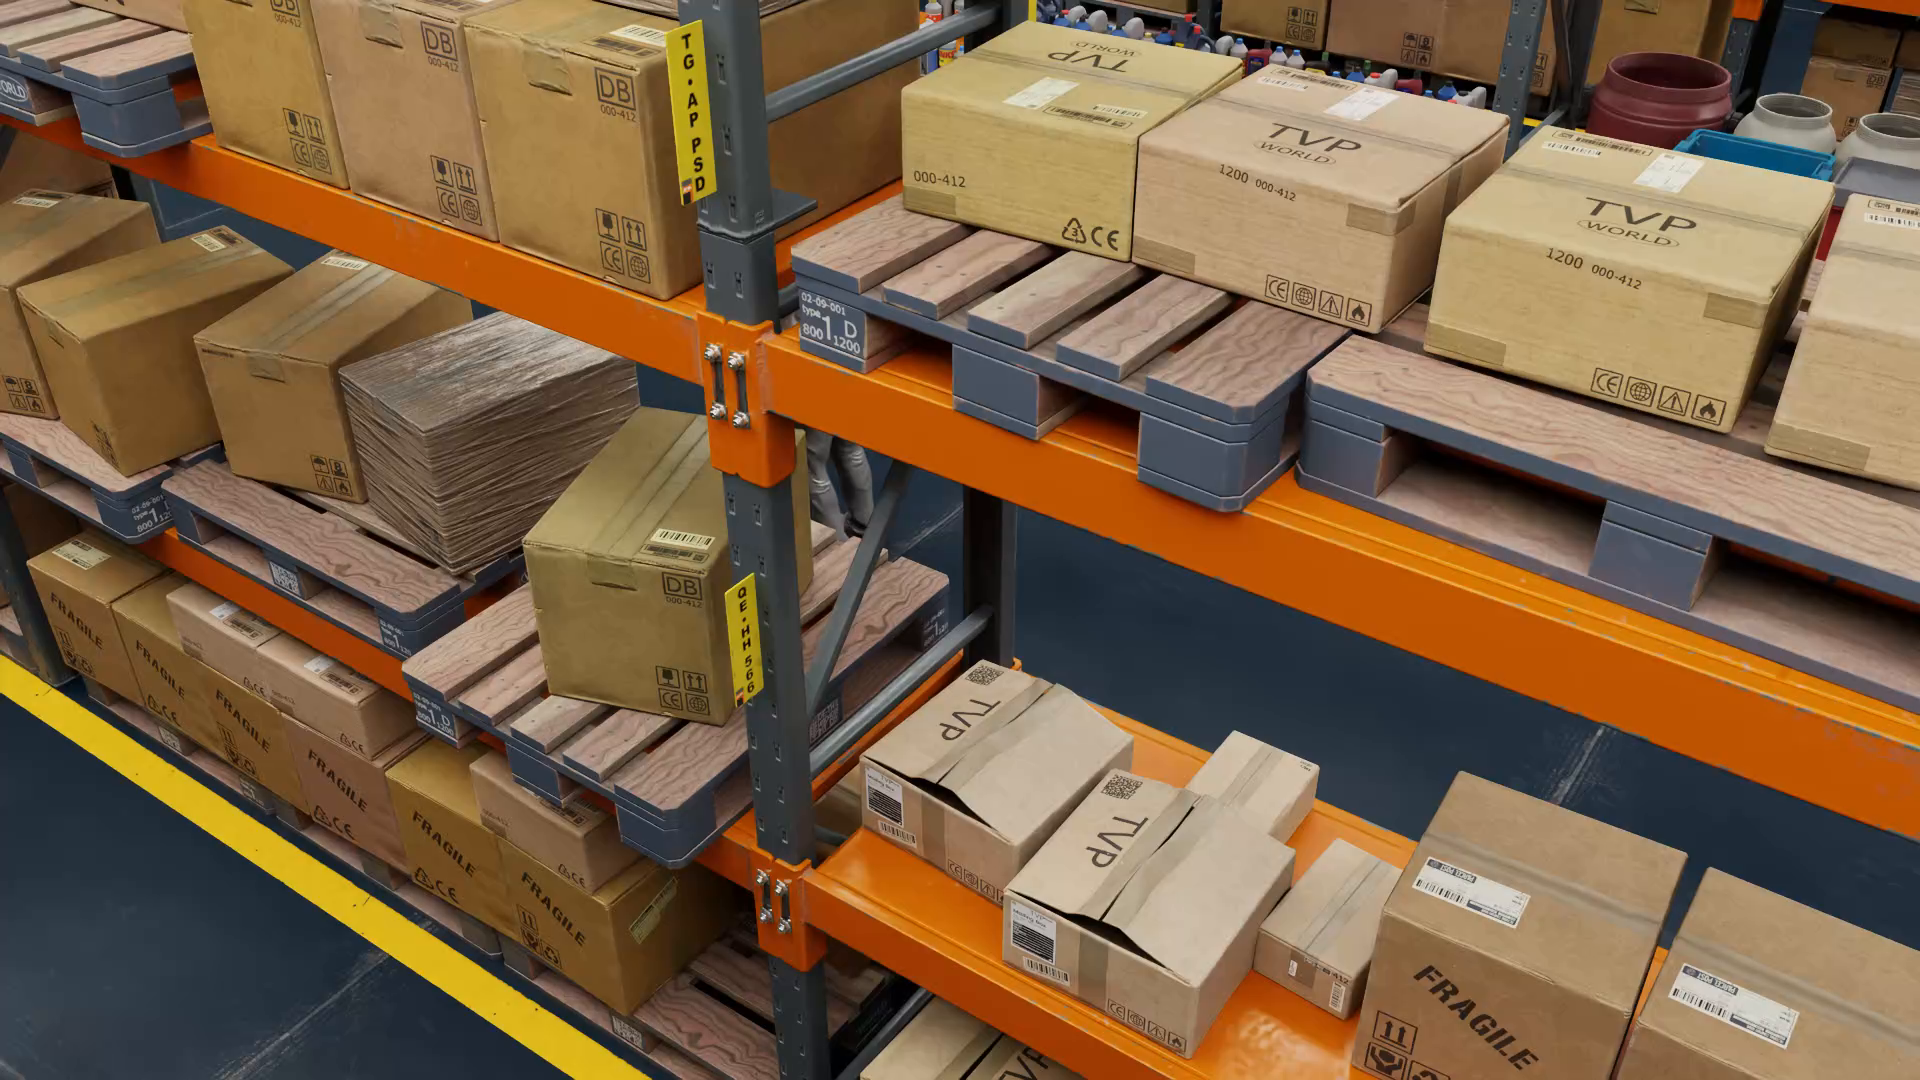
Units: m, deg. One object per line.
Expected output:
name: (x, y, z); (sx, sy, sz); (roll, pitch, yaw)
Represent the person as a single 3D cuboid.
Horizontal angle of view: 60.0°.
person: (-0.580, -0.677, 7.123); (0.355, 1.763, 0.534); (22, 40, 29)
